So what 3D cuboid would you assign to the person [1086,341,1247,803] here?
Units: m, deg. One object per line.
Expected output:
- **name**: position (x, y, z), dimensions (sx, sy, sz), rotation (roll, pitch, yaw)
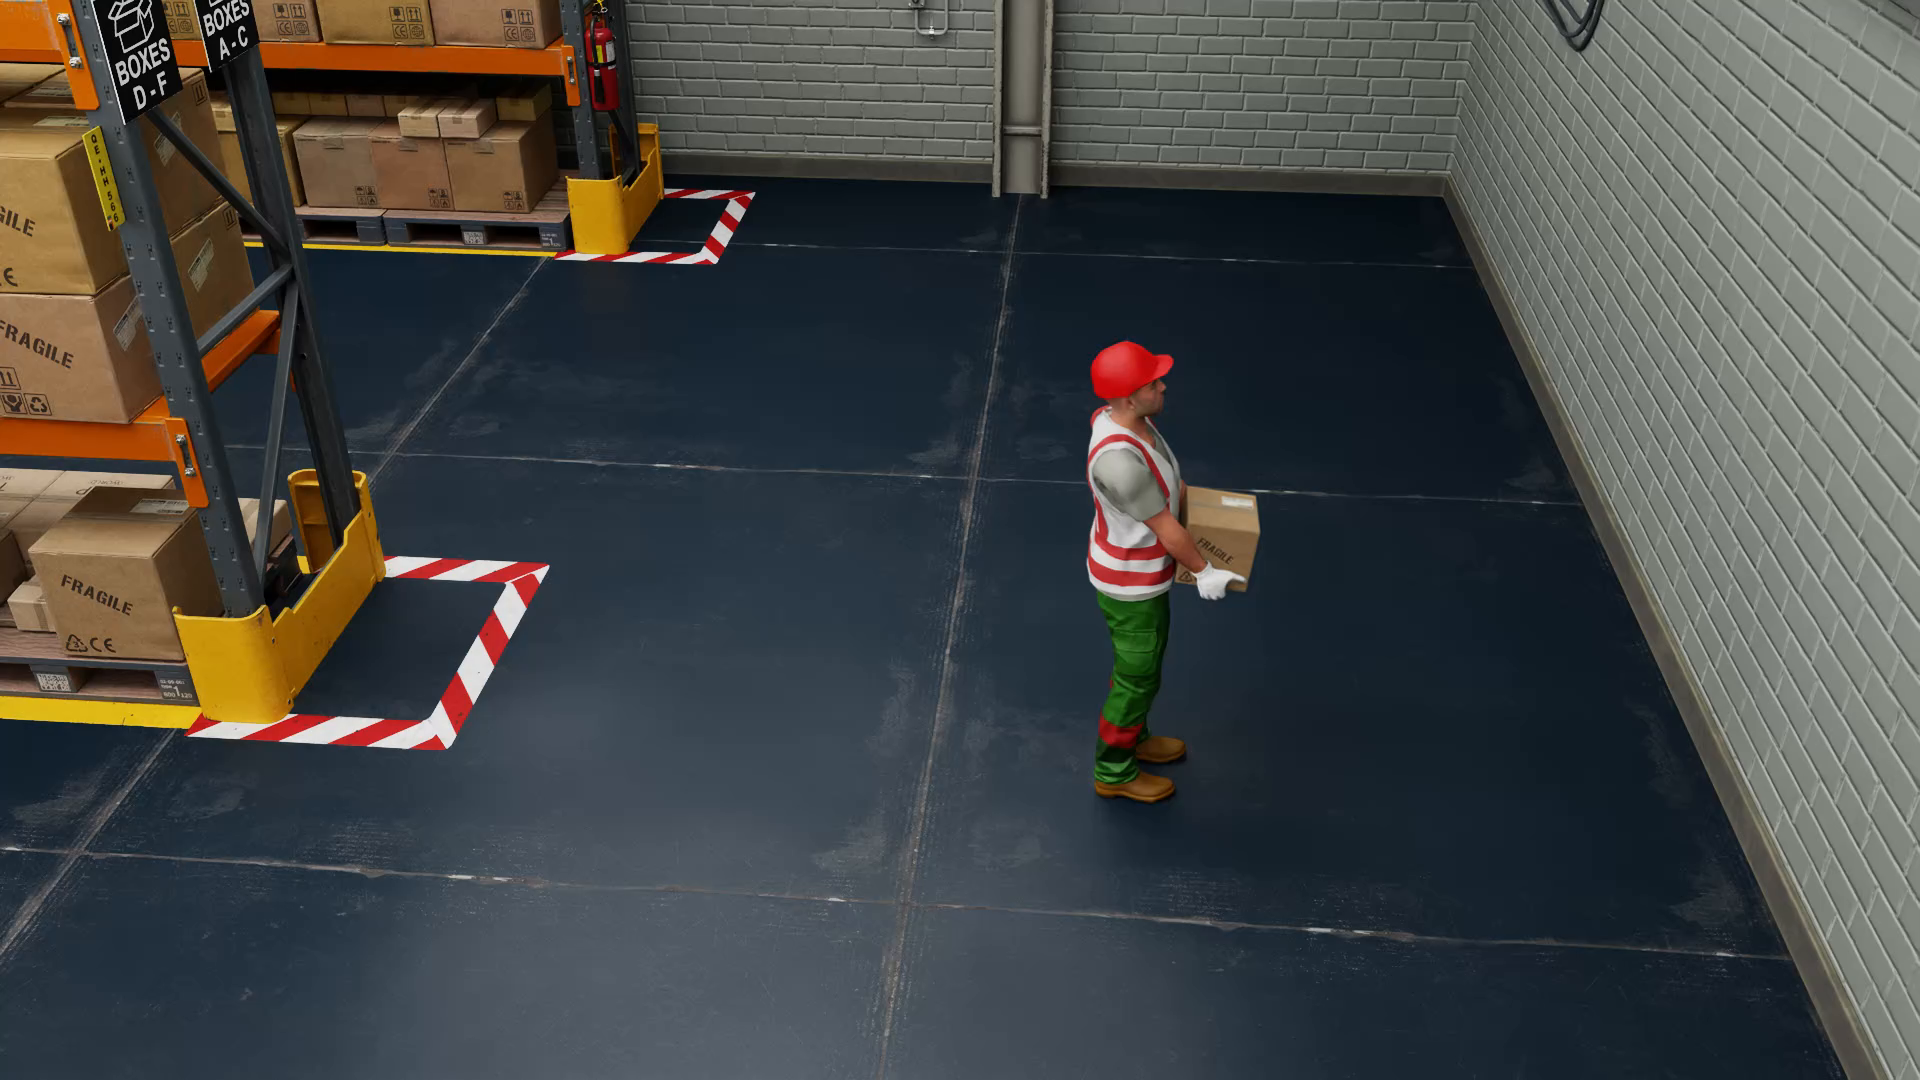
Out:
- **person**: position (0.719, 0.123, 5.919), dimensions (0.572, 1.782, 0.493), rotation (3, 32, 4)
